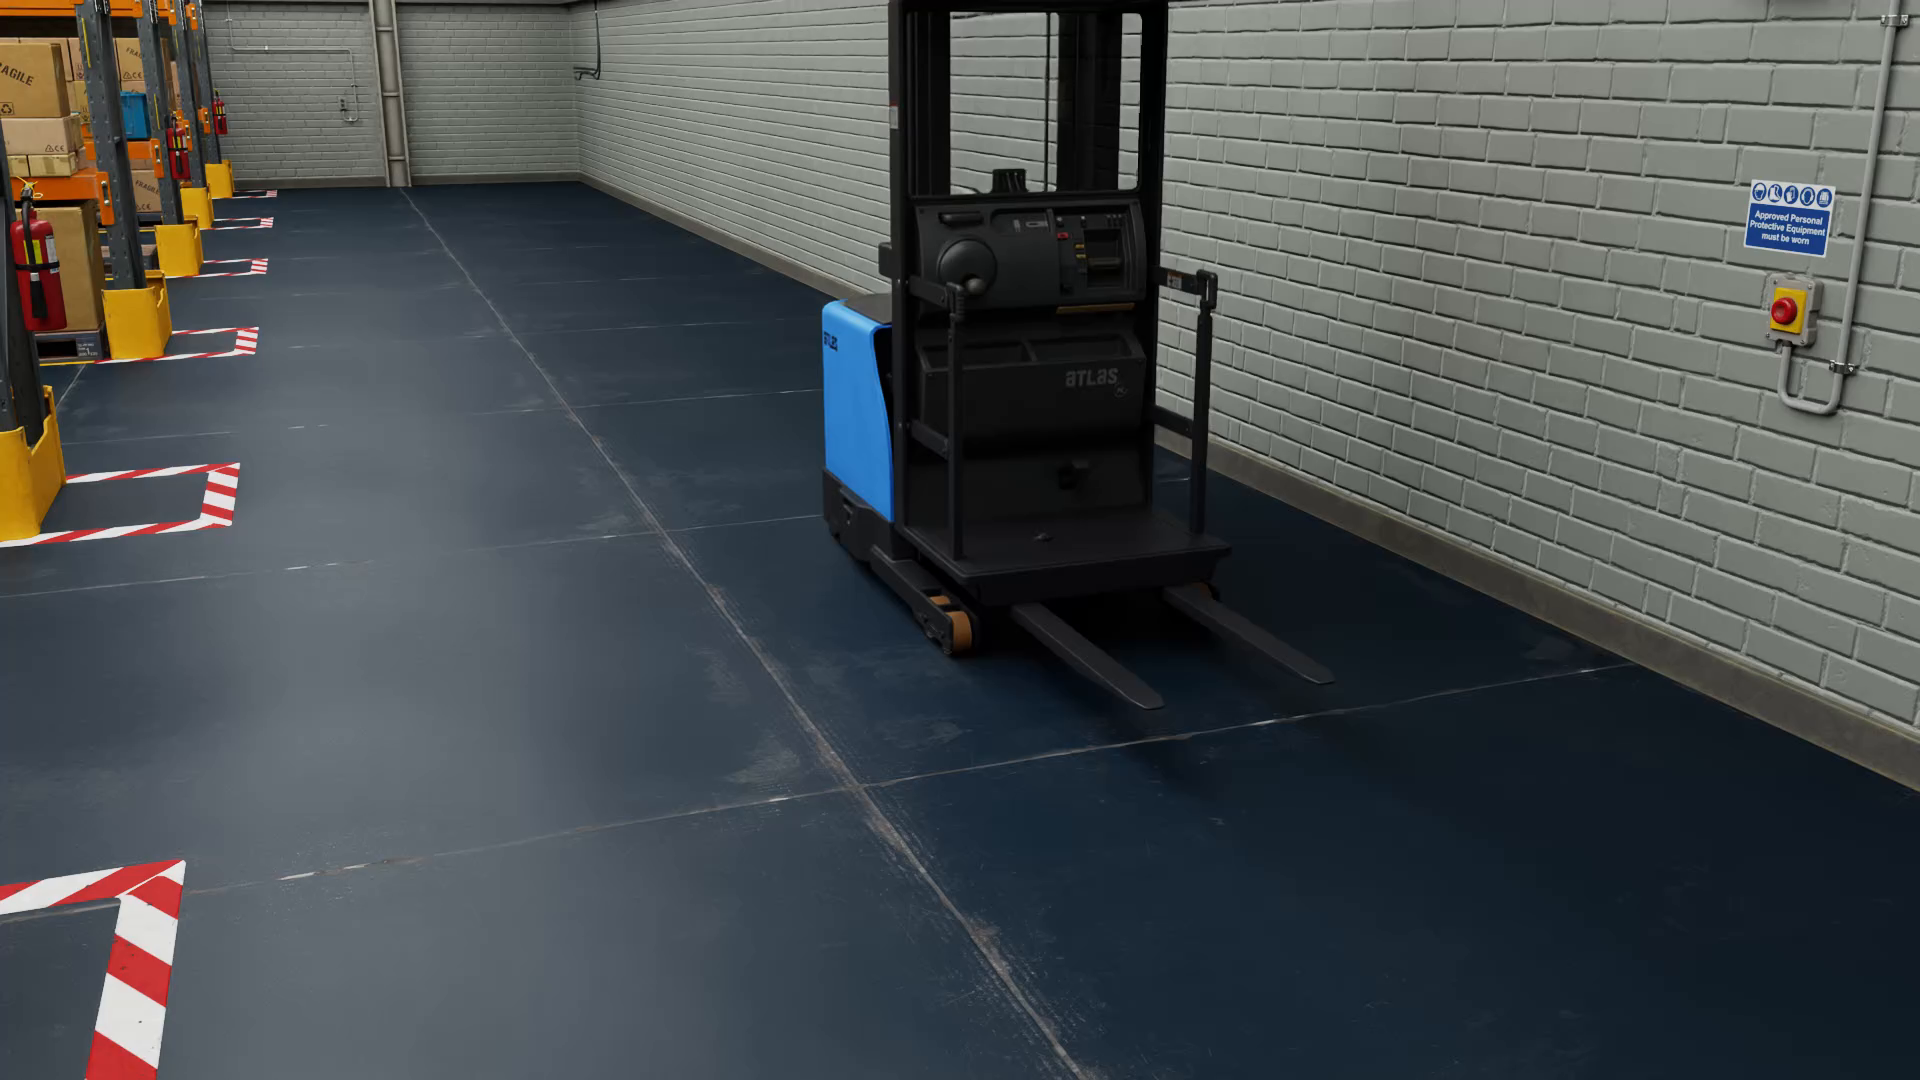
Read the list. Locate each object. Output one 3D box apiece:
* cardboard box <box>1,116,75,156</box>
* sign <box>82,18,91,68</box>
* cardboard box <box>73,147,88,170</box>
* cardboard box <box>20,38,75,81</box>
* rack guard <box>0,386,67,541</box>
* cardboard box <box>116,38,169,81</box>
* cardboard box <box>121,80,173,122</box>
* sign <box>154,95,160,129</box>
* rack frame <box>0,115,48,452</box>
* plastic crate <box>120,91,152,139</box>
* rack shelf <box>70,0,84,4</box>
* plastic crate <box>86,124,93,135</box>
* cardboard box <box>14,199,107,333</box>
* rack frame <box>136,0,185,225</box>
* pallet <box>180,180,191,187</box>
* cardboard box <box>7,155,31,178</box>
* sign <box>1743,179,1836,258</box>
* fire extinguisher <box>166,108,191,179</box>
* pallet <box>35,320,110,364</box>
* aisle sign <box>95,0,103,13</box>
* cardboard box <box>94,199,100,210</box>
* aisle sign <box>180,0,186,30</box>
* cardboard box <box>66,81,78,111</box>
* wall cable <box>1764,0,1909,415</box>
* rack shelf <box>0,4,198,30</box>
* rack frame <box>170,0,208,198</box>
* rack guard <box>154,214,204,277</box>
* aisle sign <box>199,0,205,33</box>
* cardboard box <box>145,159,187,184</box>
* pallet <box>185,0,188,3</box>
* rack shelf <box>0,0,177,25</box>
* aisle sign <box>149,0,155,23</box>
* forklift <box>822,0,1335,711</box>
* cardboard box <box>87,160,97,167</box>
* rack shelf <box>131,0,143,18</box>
[{"bbox_3d":[-6.572,-2.859,11.749,0.500,0.250,0.500,-6,18,-21],"label":"cardboard box"},{"bbox_3d":[-6.033,-3.432,11.487,0.005,0.325,0.100,-6,17,-20],"label":"sign"},{"bbox_3d":[-6.664,-2.838,12.383,0.250,0.149,0.380,-6,17,-19],"label":"cardboard box"},{"bbox_3d":[-11.027,-5.820,20.141,0.500,0.500,0.500,-6,17,-19],"label":"cardboard box"},{"bbox_3d":[-4.605,-0.385,8.022,0.348,0.500,1.175,-6,17,-20],"label":"rack guard"},{"bbox_3d":[-10.073,-5.924,20.497,0.500,0.500,0.500,-6,18,-21],"label":"cardboard box"},{"bbox_3d":[-10.077,-5.445,20.640,0.500,0.500,0.500,-6,17,-18],"label":"cardboard box"},{"bbox_3d":[-7.775,-4.145,16.102,0.005,0.325,0.100,-6,17,-20],"label":"sign"},{"bbox_3d":[-4.534,-1.592,7.696,0.127,3.000,1.000,-6,17,-20],"label":"rack frame"},{"bbox_3d":[-8.233,-4.173,16.316,0.499,0.435,0.616,-6,17,-20],"label":"plastic crate"},{"bbox_3d":[-8.082,-3.800,11.166,4.000,0.370,1.077,-6,17,-20],"label":"rack shelf"},{"bbox_3d":[-8.664,-4.164,16.815,0.298,0.136,0.250,-6,17,-20],"label":"plastic crate"},{"bbox_3d":[-6.783,-2.004,12.123,0.875,0.875,0.875,-6,17,-20],"label":"cardboard box"},{"bbox_3d":[-7.987,-4.210,16.612,0.127,3.000,1.000,-6,17,-20],"label":"rack frame"},{"bbox_3d":[-12.250,-5.378,25.537,1.213,0.211,1.003,-6,17,-20],"label":"pallet"},{"bbox_3d":[-6.671,-2.637,11.702,0.250,0.149,0.380,-6,17,-20],"label":"cardboard box"},{"bbox_3d":[2.628,-1.023,5.278,0.001,0.218,0.327,-6,17,-20],"label":"sign"},{"bbox_3d":[-7.683,-3.890,16.320,0.183,0.674,0.296,-6,17,-20],"label":"fire extinguisher"},{"bbox_3d":[-6.933,-1.468,12.223,1.213,0.211,1.003,-6,17,-20],"label":"pallet"},{"bbox_3d":[-6.040,-4.083,11.564,0.004,0.787,0.394,-6,17,-20],"label":"aisle sign"},{"bbox_3d":[-10.832,-4.375,21.272,0.500,0.250,0.500,-6,17,-20],"label":"cardboard box"},{"bbox_3d":[-9.582,-6.688,20.434,0.004,0.787,0.394,-6,17,-20],"label":"aisle sign"},{"bbox_3d":[-11.028,-5.343,20.292,0.500,0.500,0.500,-6,17,-20],"label":"cardboard box"},{"bbox_3d":[2.589,-1.377,5.105,0.123,1.953,0.585,-6,17,-20],"label":"wall cable"},{"bbox_3d":[-13.399,-7.709,24.480,4.000,0.370,1.077,-6,17,-20],"label":"rack shelf"},{"bbox_3d":[-9.756,-5.514,21.051,0.127,3.000,1.000,-6,17,-20],"label":"rack frame"},{"bbox_3d":[-7.969,-3.017,16.984,0.348,0.500,1.175,-6,17,-20],"label":"rack guard"},{"bbox_3d":[-11.357,-7.993,24.878,0.004,0.787,0.394,-6,17,-20],"label":"aisle sign"},{"bbox_3d":[-12.150,-5.722,25.451,0.500,0.500,0.700,-6,17,-20],"label":"cardboard box"},{"bbox_3d":[-12.221,-8.136,24.814,1.213,0.211,1.003,-6,17,-20],"label":"pallet"},{"bbox_3d":[-11.623,-6.406,20.043,4.000,0.370,1.077,-6,17,-20],"label":"rack shelf"},{"bbox_3d":[-7.815,-5.388,16.008,0.004,0.787,0.394,-6,17,-20],"label":"aisle sign"},{"bbox_3d":[0.355,-1.111,6.179,1.130,2.935,3.031,-6,17,-19],"label":"forklift"},{"bbox_3d":[-13.086,-5.621,25.106,0.500,0.500,0.700,-7,18,-22],"label":"cardboard box"},{"bbox_3d":[-9.854,-5.103,15.604,4.000,0.370,1.077,-6,17,-20],"label":"rack shelf"}]
